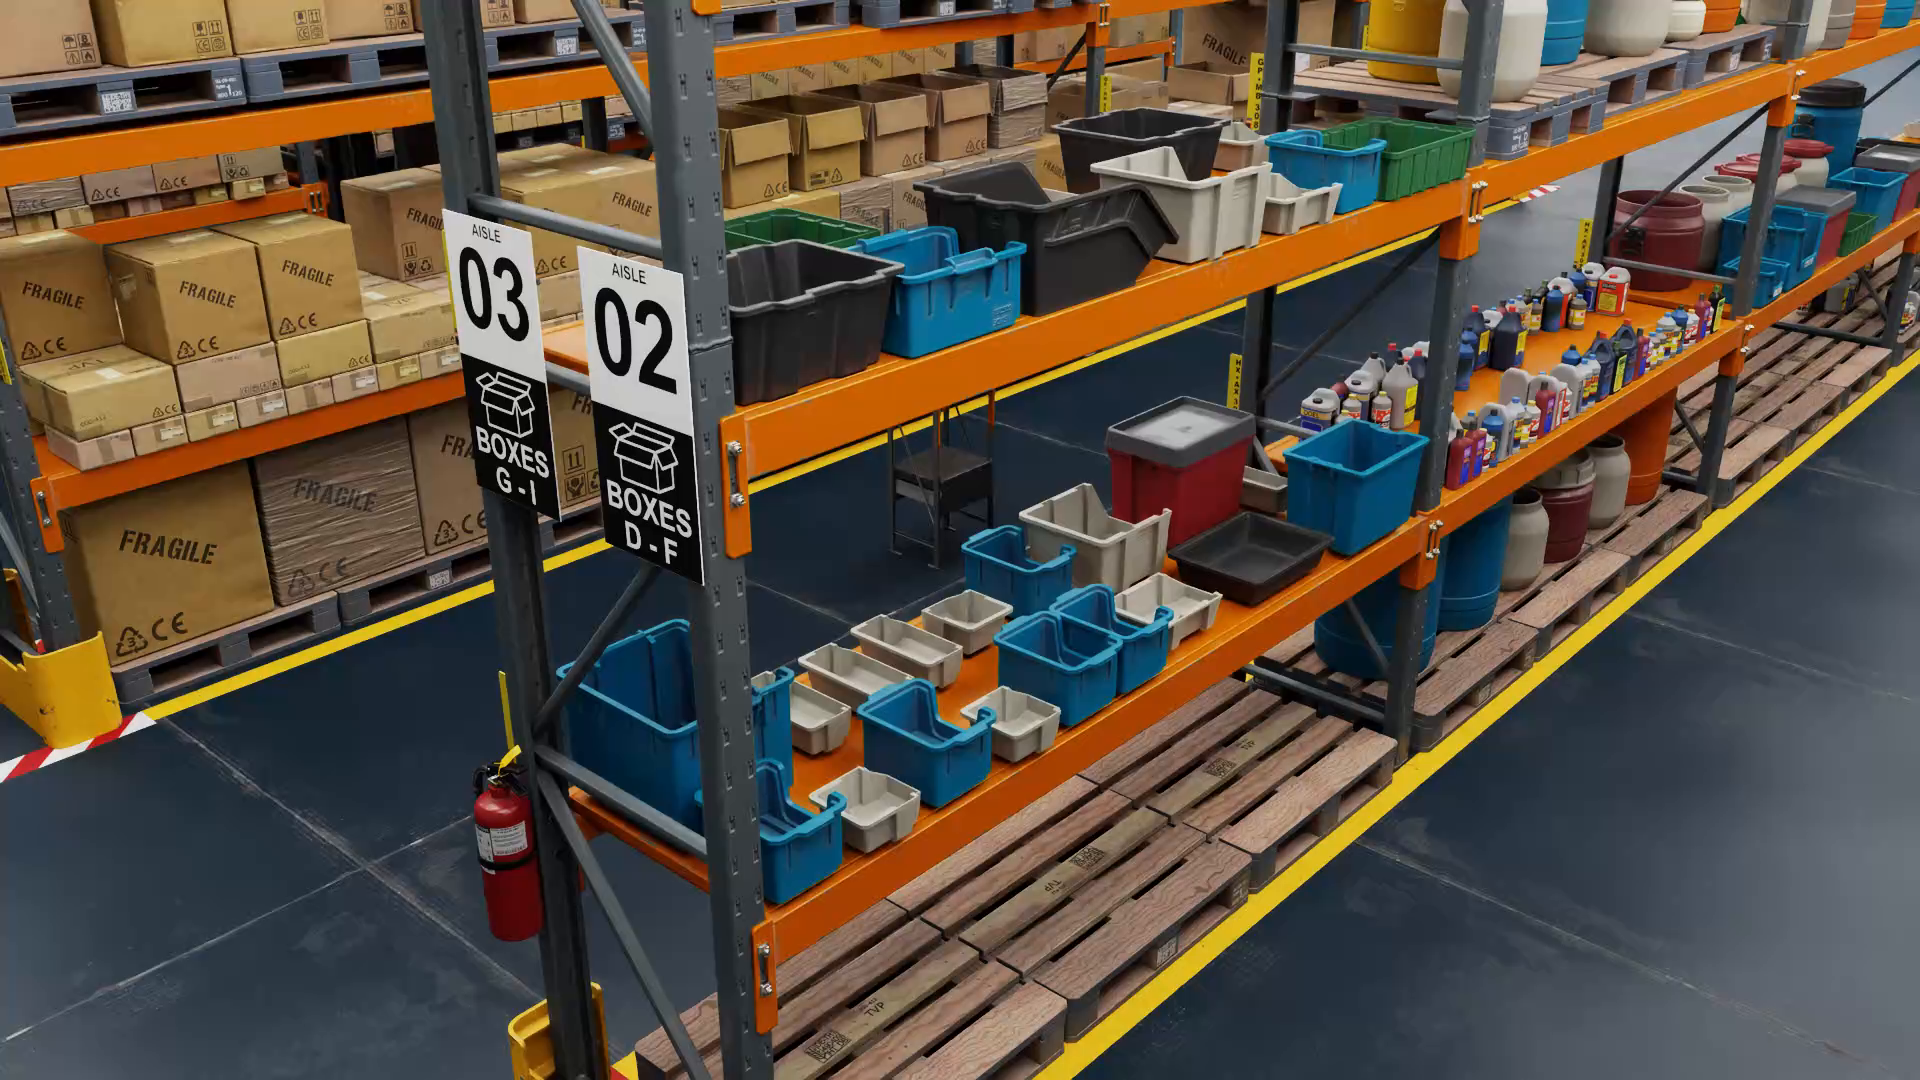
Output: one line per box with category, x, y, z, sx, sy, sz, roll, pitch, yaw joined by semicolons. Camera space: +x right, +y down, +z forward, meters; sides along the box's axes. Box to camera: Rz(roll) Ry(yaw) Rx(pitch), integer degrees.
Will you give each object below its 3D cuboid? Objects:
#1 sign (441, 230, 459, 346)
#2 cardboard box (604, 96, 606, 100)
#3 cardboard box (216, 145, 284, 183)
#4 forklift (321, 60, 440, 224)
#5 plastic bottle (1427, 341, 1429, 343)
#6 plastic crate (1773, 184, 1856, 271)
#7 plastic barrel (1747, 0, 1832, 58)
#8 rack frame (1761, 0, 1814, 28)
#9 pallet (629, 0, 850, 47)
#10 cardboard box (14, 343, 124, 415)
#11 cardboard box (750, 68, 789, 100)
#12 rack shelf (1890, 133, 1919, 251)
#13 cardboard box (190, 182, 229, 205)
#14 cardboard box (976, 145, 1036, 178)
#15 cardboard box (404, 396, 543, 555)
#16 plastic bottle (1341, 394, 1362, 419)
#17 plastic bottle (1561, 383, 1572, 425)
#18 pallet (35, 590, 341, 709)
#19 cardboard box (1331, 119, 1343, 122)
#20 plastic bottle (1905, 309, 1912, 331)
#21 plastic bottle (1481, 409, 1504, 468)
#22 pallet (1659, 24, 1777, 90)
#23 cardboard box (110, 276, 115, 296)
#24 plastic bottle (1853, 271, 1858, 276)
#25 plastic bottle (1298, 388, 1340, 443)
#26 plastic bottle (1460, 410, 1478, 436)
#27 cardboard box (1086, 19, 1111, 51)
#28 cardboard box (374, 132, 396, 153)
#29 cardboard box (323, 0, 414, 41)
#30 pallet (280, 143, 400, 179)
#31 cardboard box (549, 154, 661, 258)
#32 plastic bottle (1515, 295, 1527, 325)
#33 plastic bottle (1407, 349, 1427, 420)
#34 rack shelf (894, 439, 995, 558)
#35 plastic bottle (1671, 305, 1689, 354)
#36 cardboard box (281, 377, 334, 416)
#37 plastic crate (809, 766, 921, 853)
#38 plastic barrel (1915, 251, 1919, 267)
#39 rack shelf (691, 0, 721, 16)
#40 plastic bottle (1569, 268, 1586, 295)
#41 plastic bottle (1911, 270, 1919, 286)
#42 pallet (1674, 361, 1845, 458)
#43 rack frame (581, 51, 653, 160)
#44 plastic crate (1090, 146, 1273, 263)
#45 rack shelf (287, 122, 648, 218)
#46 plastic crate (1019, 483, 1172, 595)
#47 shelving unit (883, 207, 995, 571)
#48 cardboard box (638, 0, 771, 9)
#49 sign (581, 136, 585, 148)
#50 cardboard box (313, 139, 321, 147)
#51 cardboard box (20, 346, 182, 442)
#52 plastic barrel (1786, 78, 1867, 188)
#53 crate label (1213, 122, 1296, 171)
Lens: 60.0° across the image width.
sign;-1.375;-0.683;4.570;0.100;0.325;0.005;20;31;38
cardboard box;-3.438;-4.091;15.139;0.380;0.149;0.250;20;31;38
cardboard box;-5.712;-3.130;13.080;0.500;0.500;0.500;20;31;38
forklift;-3.772;-2.490;12.220;1.130;2.935;3.031;13;27;26
plastic bottle;2.562;-0.964;8.886;0.152;0.276;0.135;20;31;38
plastic crate;5.691;-2.093;11.173;0.402;0.464;0.583;20;31;38
plastic barrel;4.820;-3.085;9.662;0.421;0.512;0.421;0;24;0
rack frame;4.385;-4.392;9.047;1.000;3.000;0.127;20;31;38
pallet;-1.398;-3.363;10.651;0.805;0.209;1.217;19;30;36
cardboard box;-4.517;-0.857;8.315;0.500;0.250;0.500;20;31;37
cardboard box;-2.092;-4.657;16.847;0.500;0.500;0.500;20;31;37
rack shelf;8.389;-3.154;14.498;1.077;0.370;4.000;20;31;38
cardboard box;-5.930;-2.735;12.990;0.380;0.149;0.250;22;32;39
cardboard box;0.214;-2.684;12.448;0.500;0.500;0.500;20;31;37
cardboard box;-3.074;-0.557;9.910;0.875;0.875;0.875;20;31;38
plastic bottle;1.929;-0.620;8.210;0.097;0.201;0.097;0;24;0
plastic bottle;3.023;-0.692;8.370;0.097;0.201;0.097;0;24;0
pallet;-4.168;0.438;9.016;1.003;0.211;1.213;20;31;38
cardboard box;3.733;-4.095;16.023;0.380;0.149;0.250;20;31;38
plastic bottle;7.661;-1.806;13.493;0.097;0.201;0.097;0;24;0
plastic bottle;2.495;-0.483;7.818;0.097;0.271;0.097;0;24;0
pallet;3.801;-2.731;9.239;1.003;0.211;1.213;20;31;38
cardboard box;-6.732;-1.988;13.262;0.380;0.149;0.250;21;32;39
plastic bottle;7.707;-2.246;14.376;0.061;0.283;0.133;20;31;38
plastic bottle;1.737;-0.588;8.046;0.152;0.276;0.135;20;31;38
plastic bottle;2.447;-0.522;7.991;0.097;0.201;0.097;0;24;0
cardboard box;1.377;-6.463;20.814;0.875;0.550;0.550;20;31;38
cardboard box;-4.813;-3.331;13.807;0.380;0.149;0.250;21;31;38
cardboard box;-3.268;-2.902;8.632;0.700;0.500;0.500;22;32;40
pallet;-4.981;-3.279;14.132;1.003;0.211;1.213;20;31;38
cardboard box;-2.081;-1.985;9.913;0.500;0.500;0.500;21;32;39
plastic bottle;3.206;-1.273;9.579;0.097;0.271;0.097;0;24;0
plastic bottle;2.316;-0.800;8.428;0.144;0.351;0.185;20;31;38
rack shelf;-0.110;-0.256;10.000;0.431;0.518;0.480;20;31;38
plastic bottle;4.058;-1.196;9.409;0.097;0.271;0.097;0;24;0
cardboard box;-3.476;-0.787;8.645;0.380;0.149;0.250;19;31;37
plastic crate;-0.269;0.815;5.014;0.250;0.136;0.298;20;31;38
plastic barrel;9.007;-2.774;15.299;0.421;0.512;0.421;0;24;0
rack shelf;0.380;-2.053;5.199;1.077;0.370;4.000;20;31;38
plastic bottle;3.757;-1.524;10.141;0.097;0.271;0.097;0;24;0
plastic bottle;8.185;-2.184;14.245;0.152;0.276;0.135;20;31;38
pallet;5.745;-0.978;12.172;1.003;0.211;1.213;20;31;38
rack frame;-1.973;-1.788;10.572;1.000;3.000;0.127;20;31;38
plastic crate;0.755;-1.123;5.566;0.437;0.282;0.530;20;31;38
rack shelf;-4.265;-3.455;15.168;1.077;0.370;4.000;20;31;38
plastic crate;0.559;0.006;6.642;0.437;0.282;0.530;20;31;38
shelving unit;-0.110;-0.908;9.708;0.431;2.100;0.503;20;31;38
cardboard box;-1.594;-3.574;10.252;0.700;0.500;0.500;21;32;39
sign;-2.384;-2.426;10.675;0.100;0.325;0.005;20;31;38
cardboard box;-5.482;-3.426;14.017;0.380;0.149;0.250;19;31;36
cardboard box;-4.122;-0.709;7.986;0.500;0.250;0.500;19;30;36
plastic barrel;6.571;-3.067;12.812;0.600;0.901;0.708;20;31;38
crate label;1.173;-1.614;6.840;0.293;0.136;0.466;20;31;38
